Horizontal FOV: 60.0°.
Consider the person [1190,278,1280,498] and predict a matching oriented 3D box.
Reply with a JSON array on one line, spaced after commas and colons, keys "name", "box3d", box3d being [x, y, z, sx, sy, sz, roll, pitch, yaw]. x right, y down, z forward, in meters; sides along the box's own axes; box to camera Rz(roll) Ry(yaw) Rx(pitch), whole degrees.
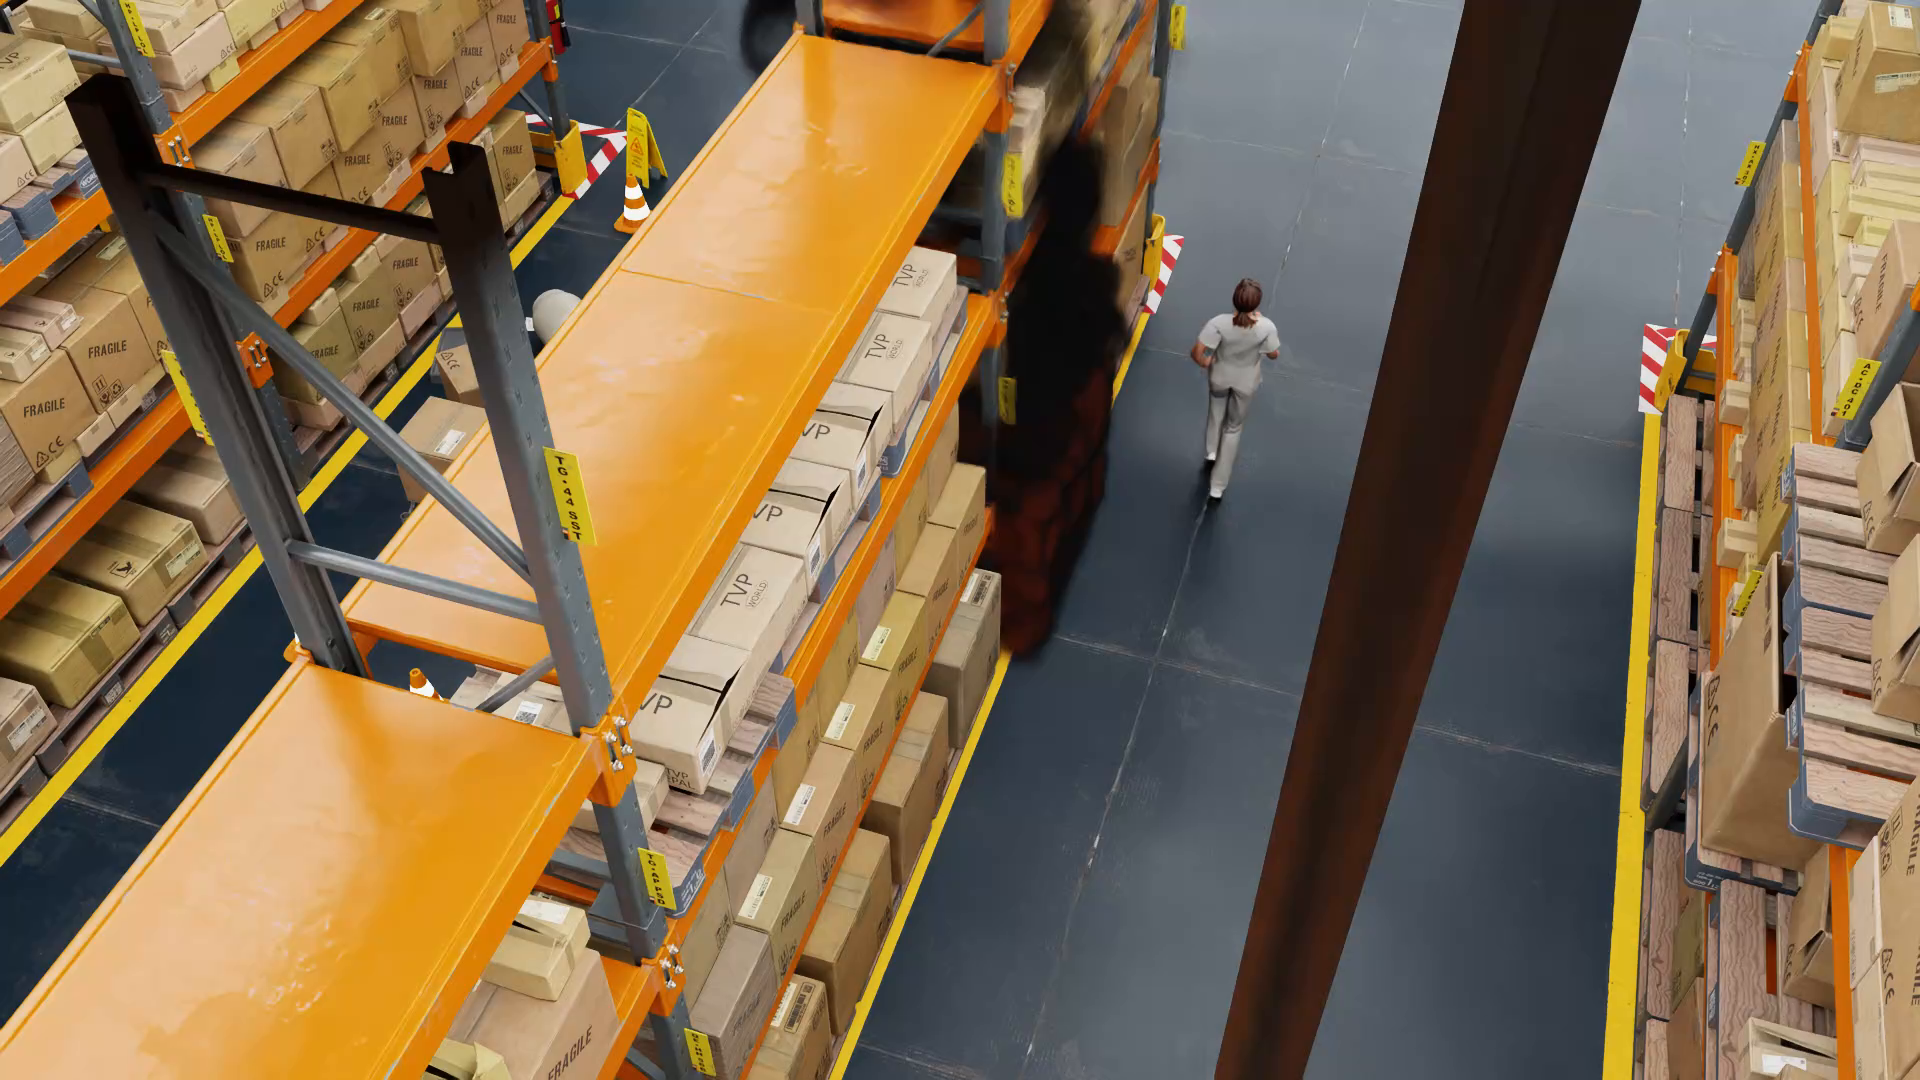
[{"name": "person", "box3d": [1.796, -1.042, 10.989, 0.544, 1.705, 0.691, 12, 47, 12]}]
